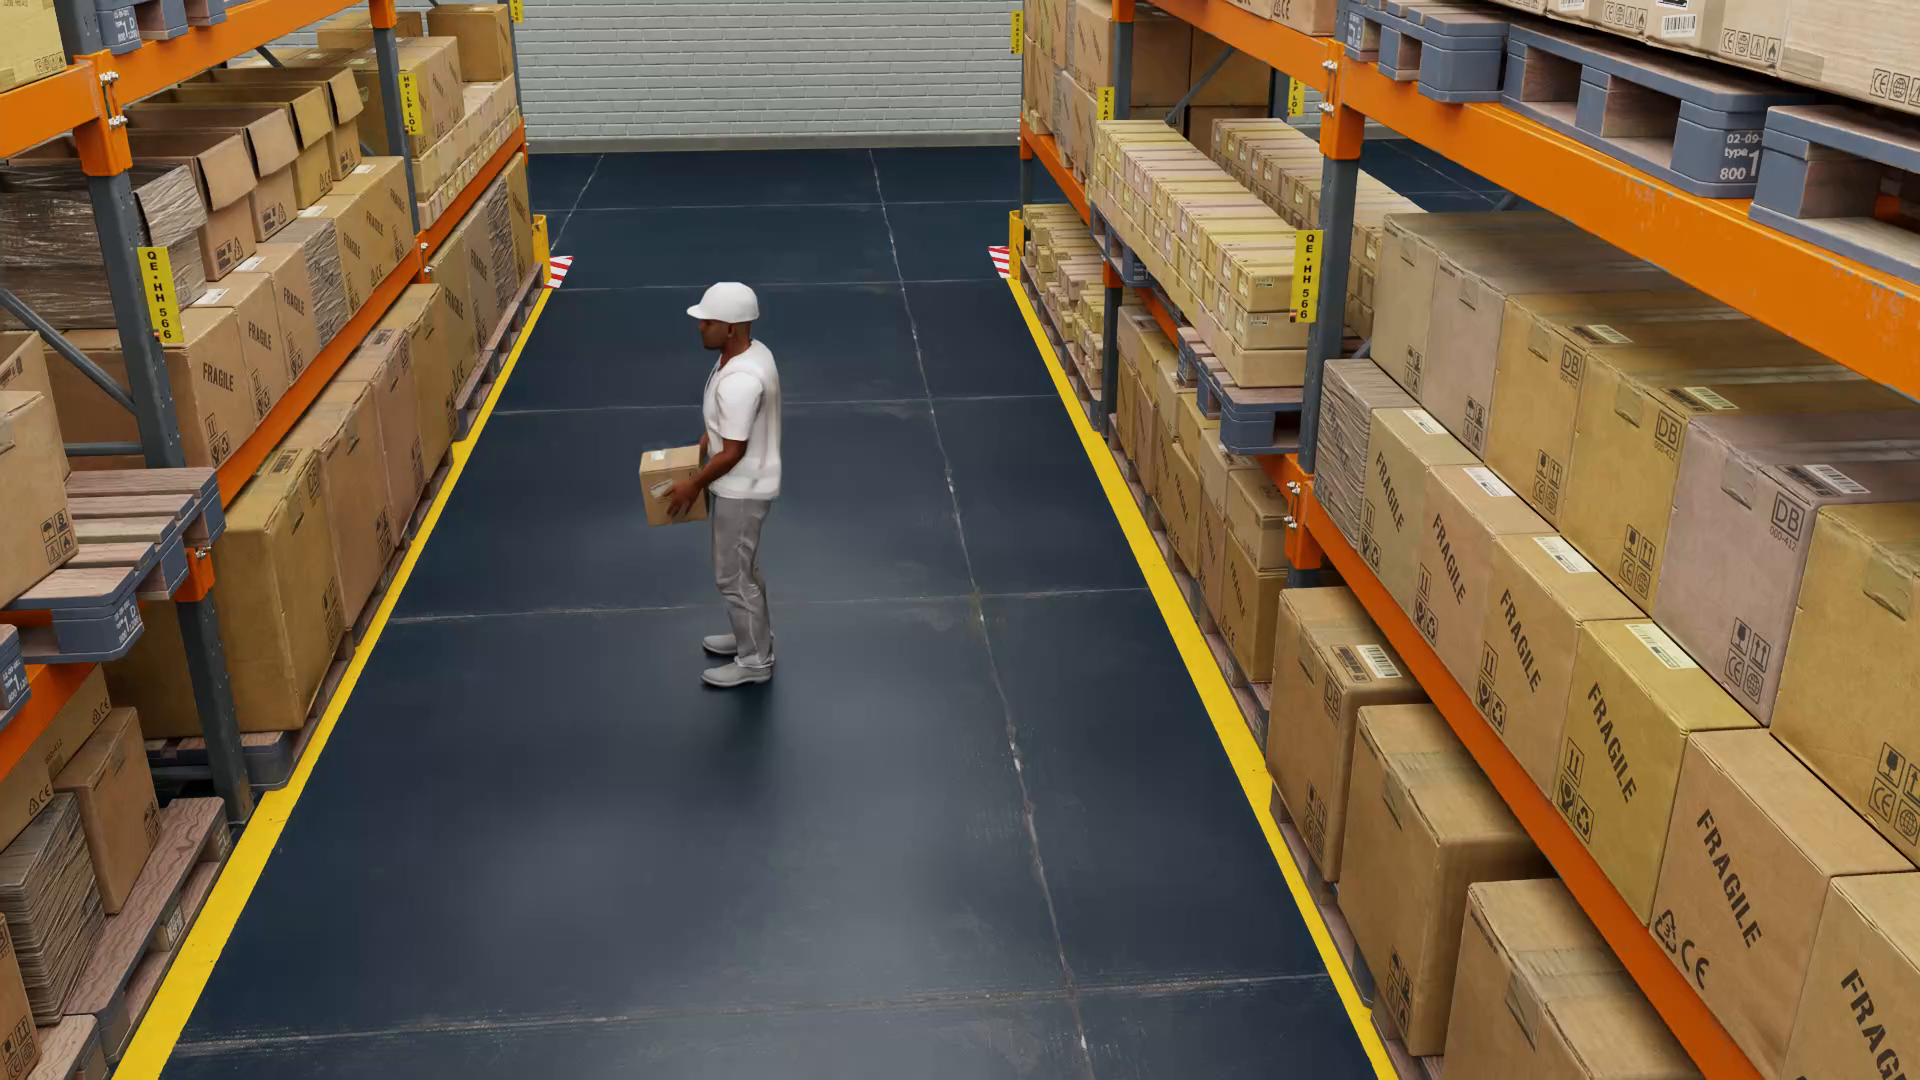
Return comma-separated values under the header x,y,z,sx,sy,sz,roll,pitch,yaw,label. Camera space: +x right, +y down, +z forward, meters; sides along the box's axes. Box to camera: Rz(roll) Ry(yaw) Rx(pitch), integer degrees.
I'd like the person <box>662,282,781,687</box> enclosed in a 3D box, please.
x,y,z,sx,sy,sz,roll,pitch,yaw,label
-1.004,-0.233,7.102,0.509,1.768,0.562,-3,24,-6,person
